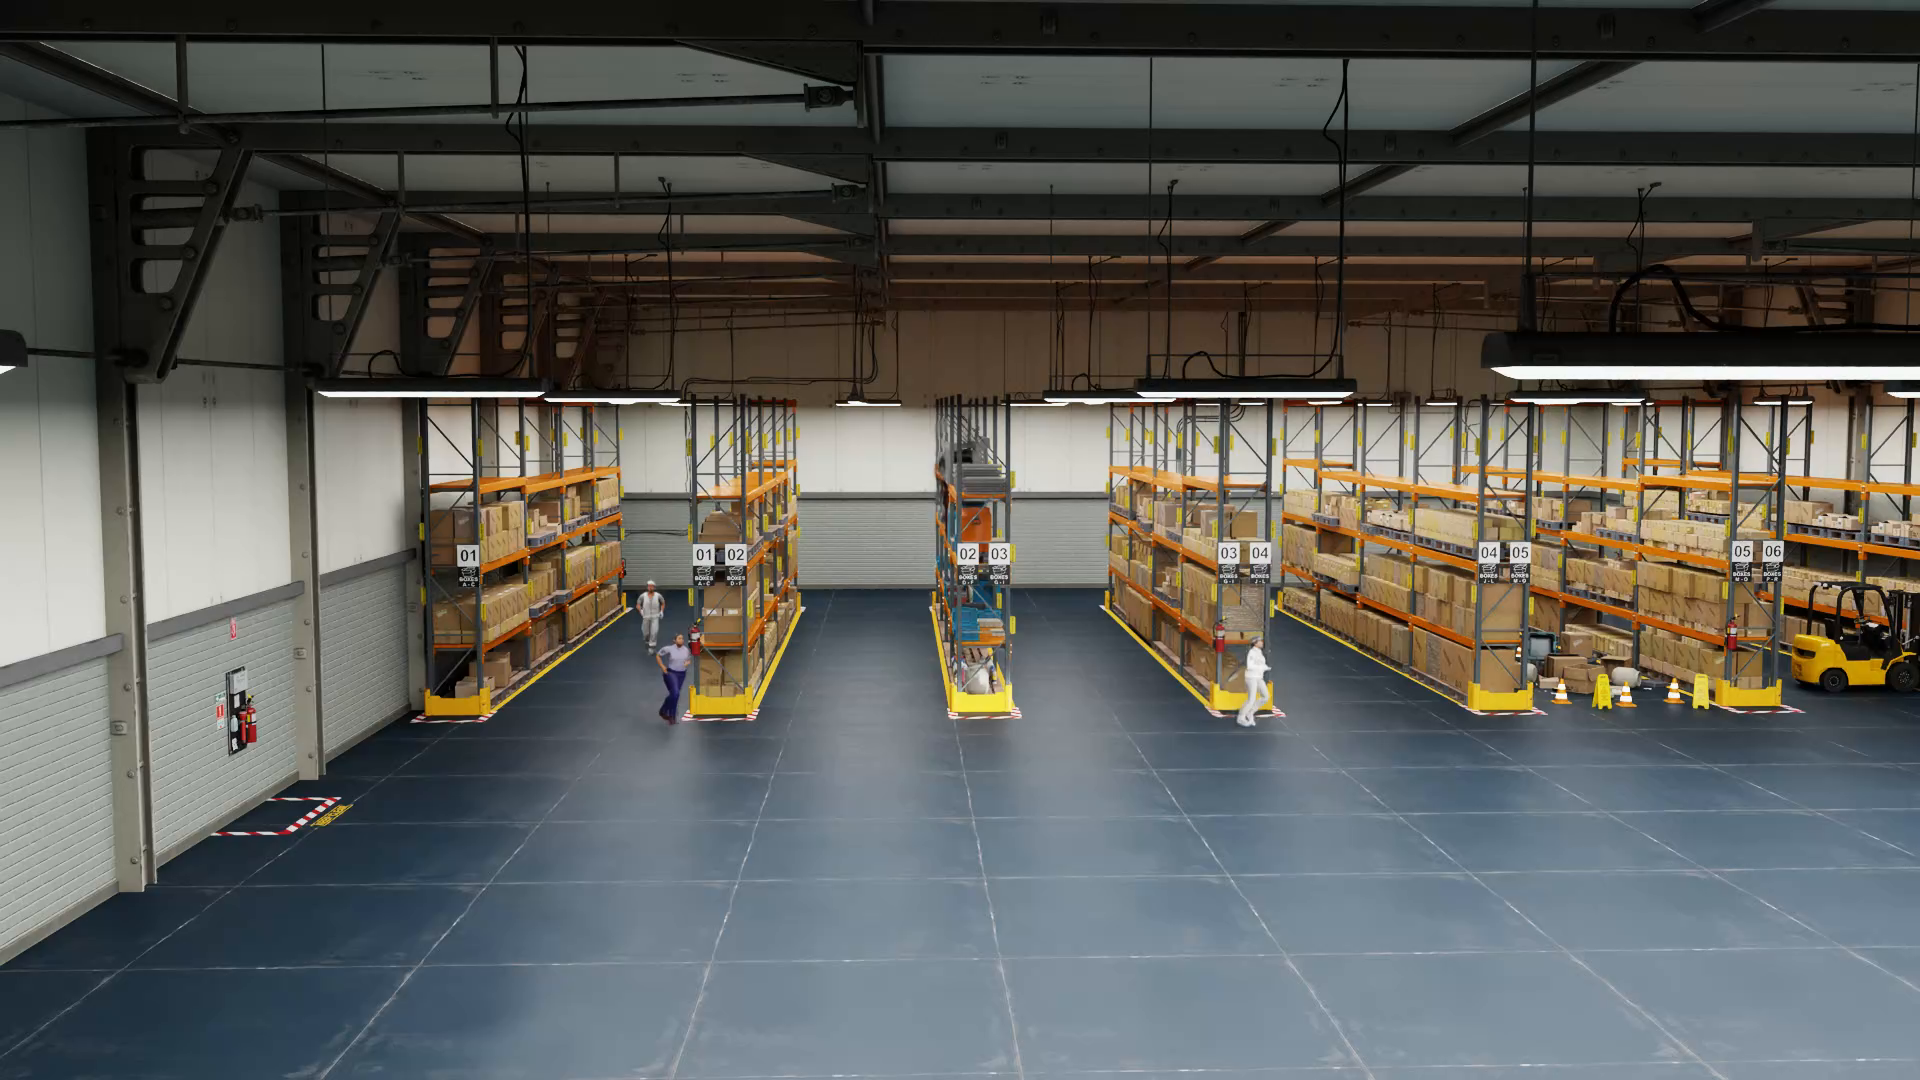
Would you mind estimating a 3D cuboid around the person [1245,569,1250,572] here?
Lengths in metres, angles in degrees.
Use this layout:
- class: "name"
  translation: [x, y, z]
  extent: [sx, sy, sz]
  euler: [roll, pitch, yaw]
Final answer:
- class: "person"
  translation: [7.989, 1.127, 47.675]
  extent: [0.759, 1.711, 0.526]
  euler: [4, 6, 39]

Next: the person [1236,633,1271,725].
- class: "person"
  translation: [5.380, 2.523, 30.126]
  extent: [0.628, 1.672, 0.613]
  euler: [3, 5, 33]

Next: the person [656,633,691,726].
- class: "person"
  translation: [-5.209, 2.545, 30.391]
  extent: [0.625, 1.691, 0.688]
  euler: [-4, 6, -44]

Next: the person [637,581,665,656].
- class: "person"
  translation: [-7.182, 1.810, 38.645]
  extent: [0.642, 1.742, 0.644]
  euler: [-1, 5, -10]
